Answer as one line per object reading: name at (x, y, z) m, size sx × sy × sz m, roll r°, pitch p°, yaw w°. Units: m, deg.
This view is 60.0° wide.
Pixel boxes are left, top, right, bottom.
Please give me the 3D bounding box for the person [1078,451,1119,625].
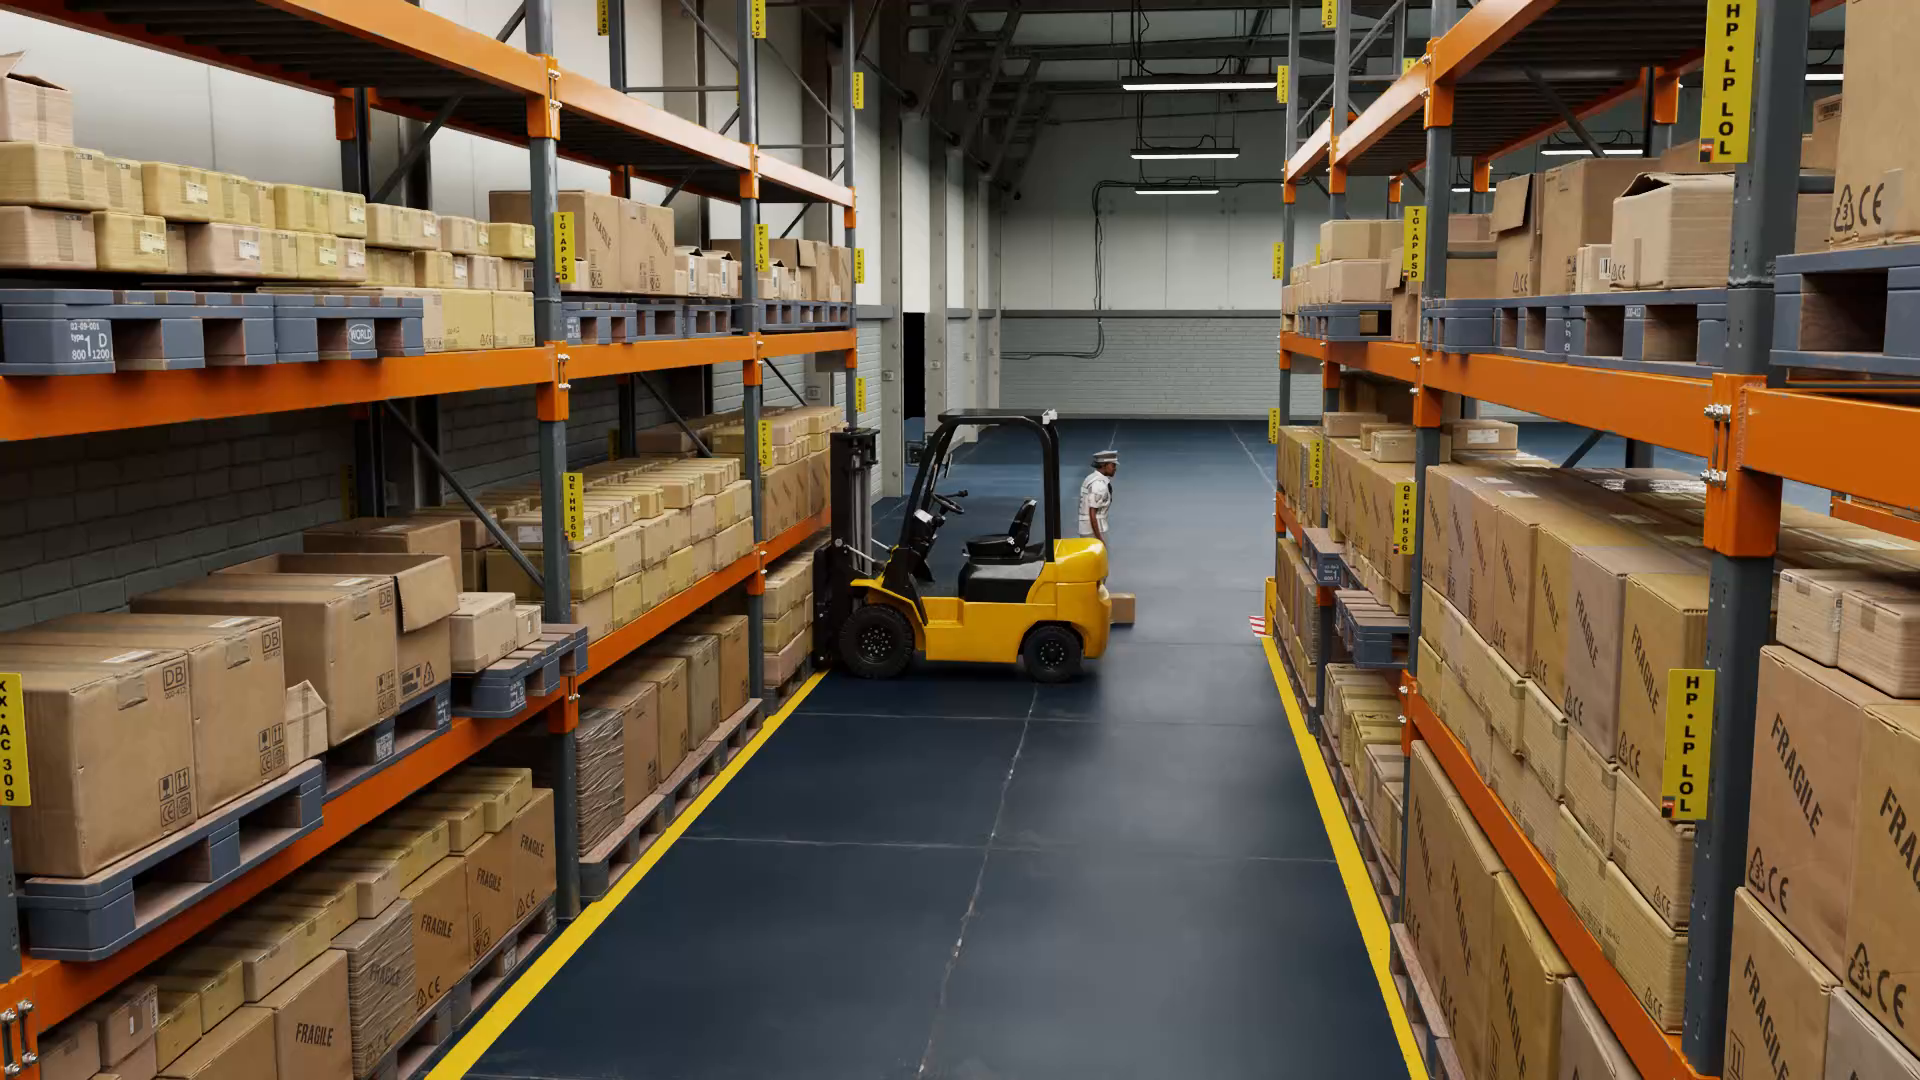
person at (1.333, -0.035, 16.068) m, size 0.396 × 1.658 × 0.504 m, roll 1°, pitch 8°, yaw 6°
